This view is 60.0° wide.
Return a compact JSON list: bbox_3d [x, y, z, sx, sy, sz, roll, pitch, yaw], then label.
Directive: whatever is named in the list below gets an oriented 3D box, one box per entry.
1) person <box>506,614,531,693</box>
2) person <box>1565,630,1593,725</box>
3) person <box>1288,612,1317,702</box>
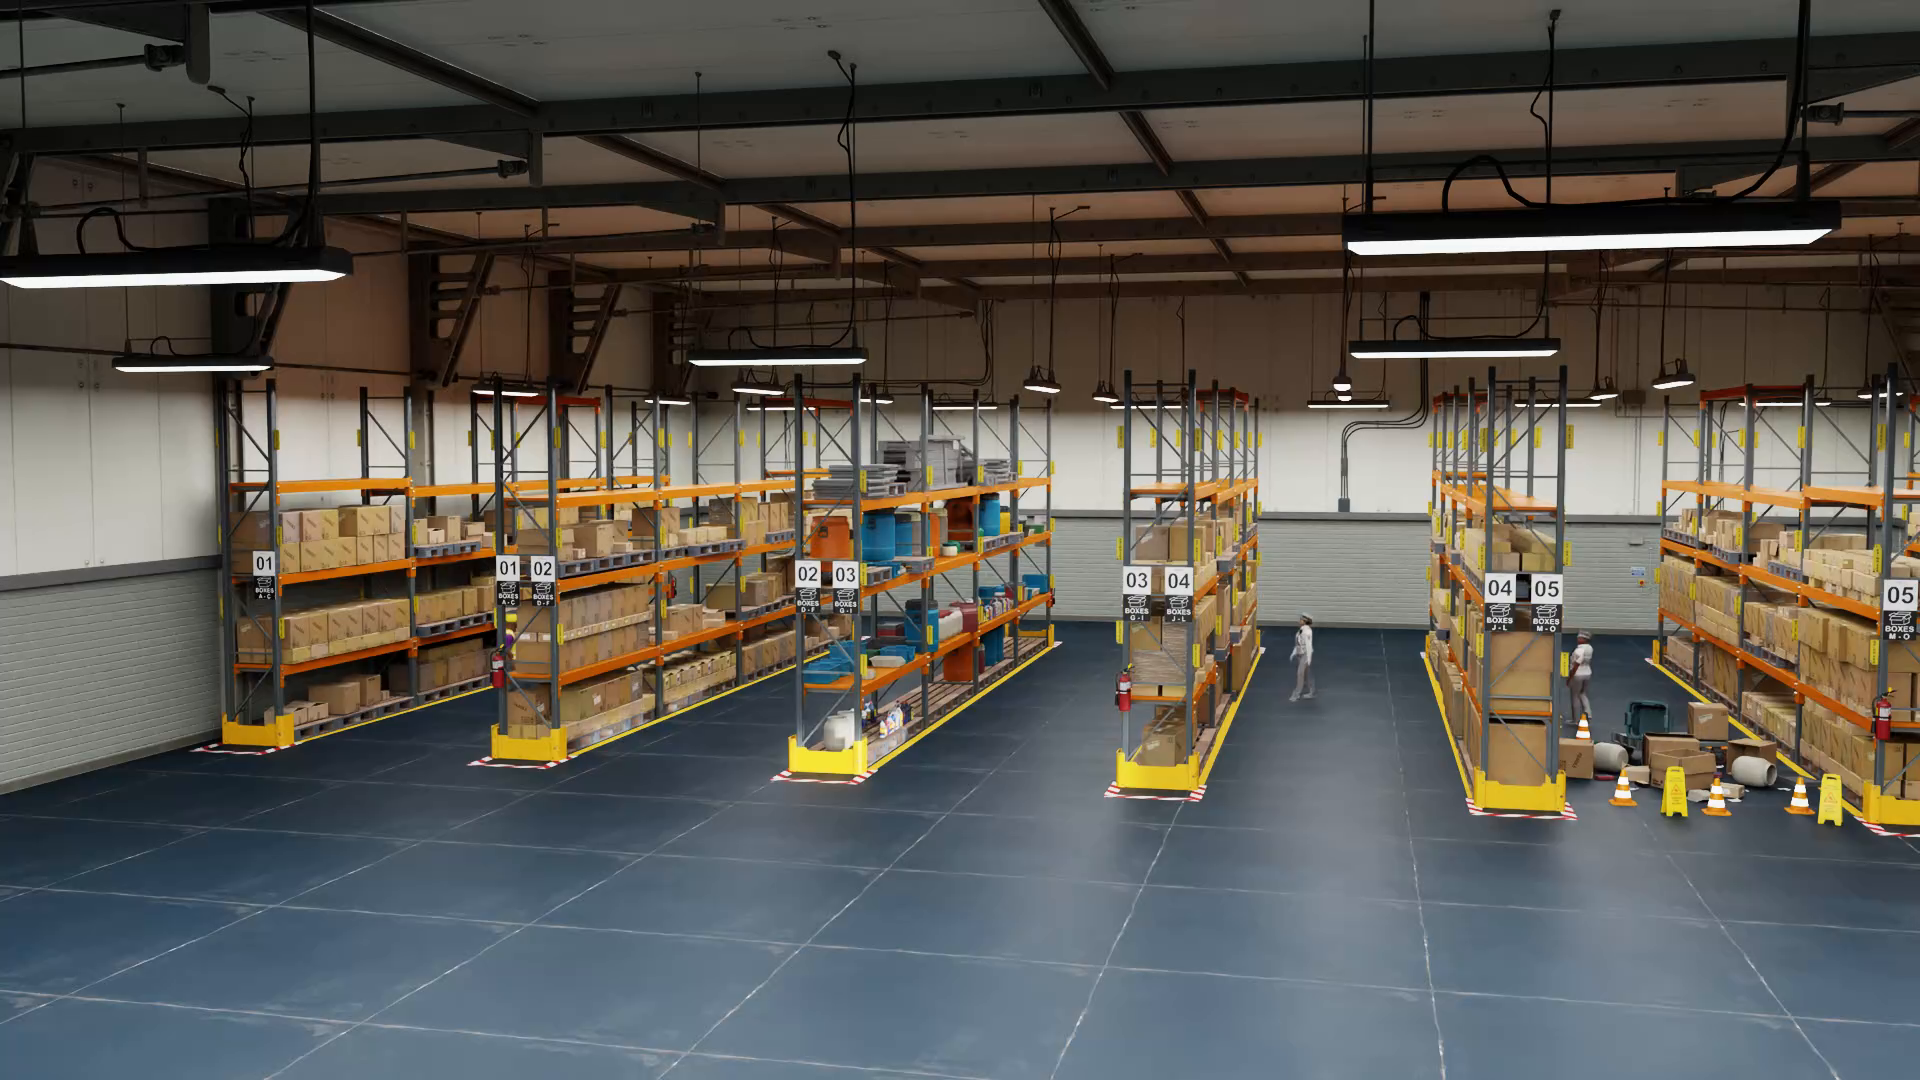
[{"bbox_3d":[-8.275,2.275,31.109,0.478,1.811,0.677,2,4,25],"label":"person"},{"bbox_3d":[10.861,2.409,29.173,0.519,1.686,0.451,-2,4,-25],"label":"person"},{"bbox_3d":[6.588,2.248,32.111,0.726,1.705,0.544,-1,4,-21],"label":"person"}]
